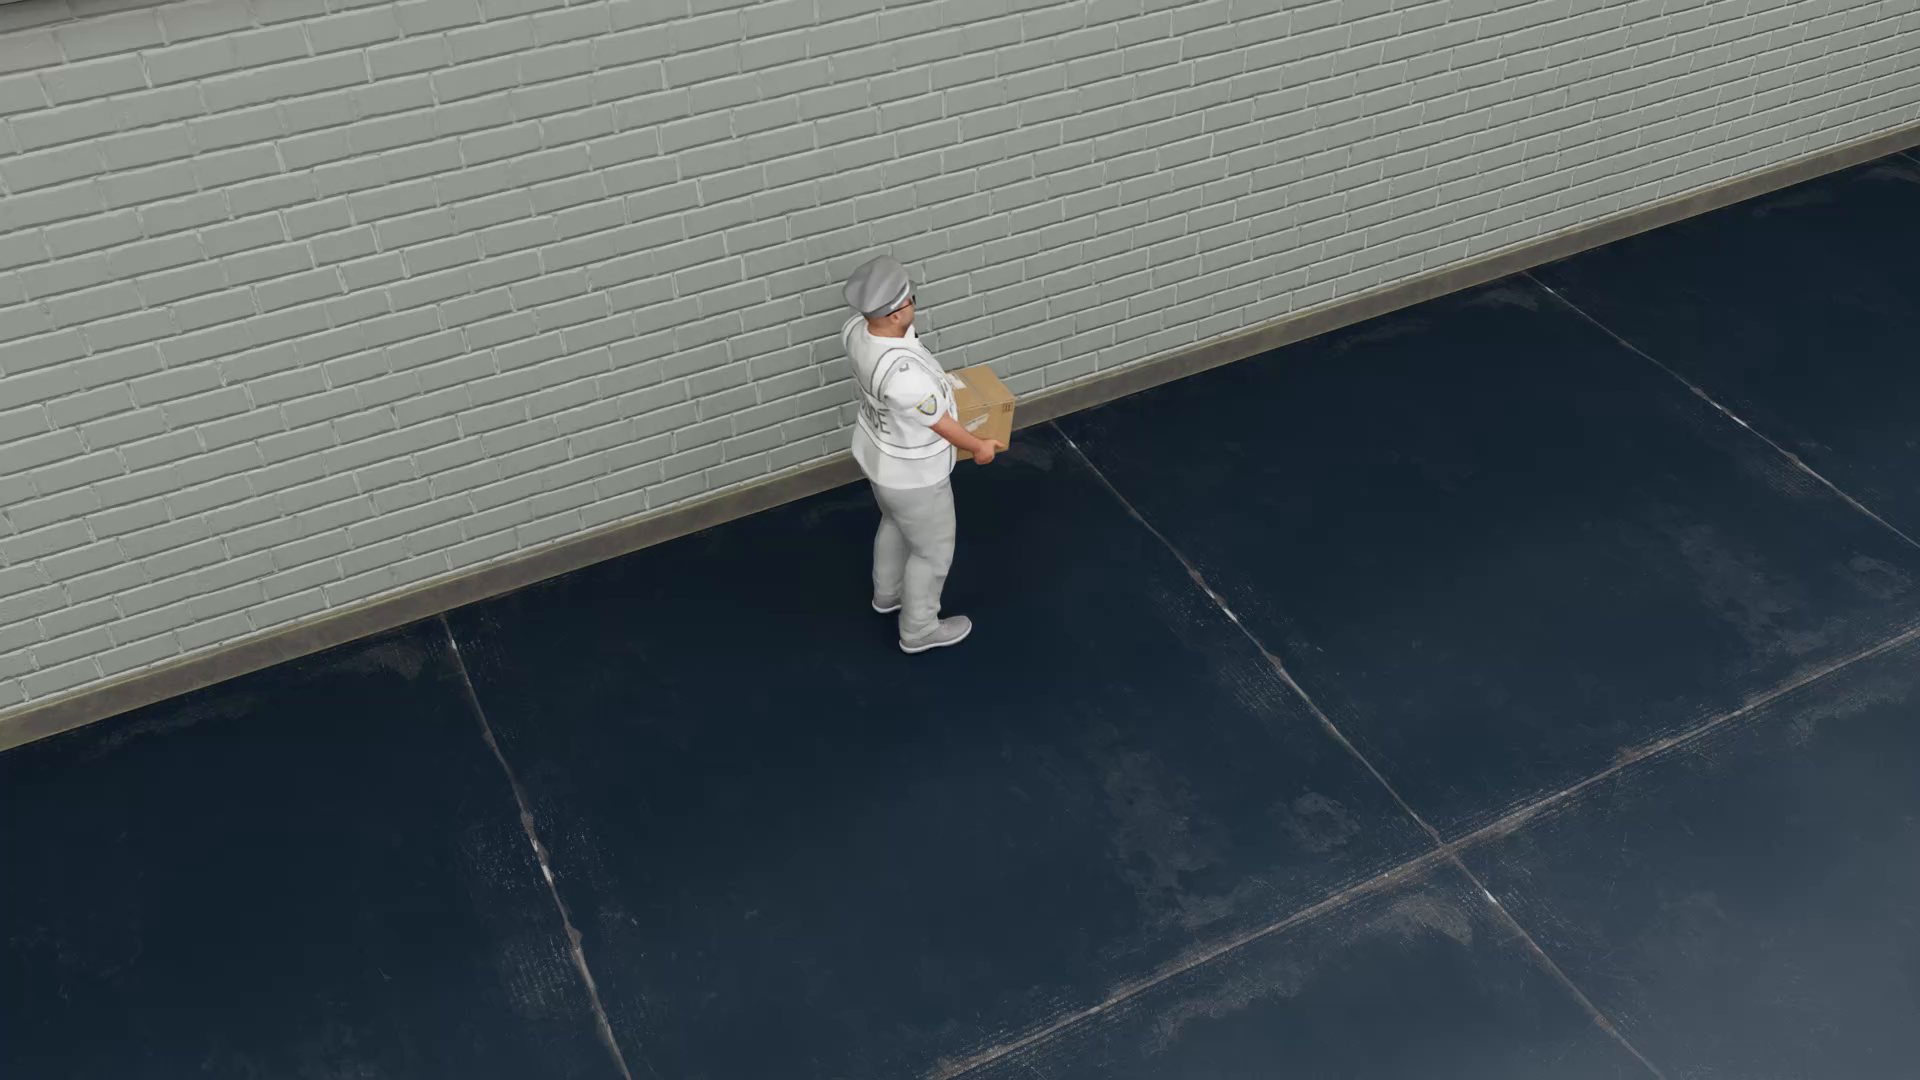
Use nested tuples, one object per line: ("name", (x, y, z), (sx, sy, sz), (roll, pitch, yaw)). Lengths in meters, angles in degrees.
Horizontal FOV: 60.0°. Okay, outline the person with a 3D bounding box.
("person", (-0.144, -0.351, 6.544), (0.565, 1.766, 0.494), (-18, 44, -20))
